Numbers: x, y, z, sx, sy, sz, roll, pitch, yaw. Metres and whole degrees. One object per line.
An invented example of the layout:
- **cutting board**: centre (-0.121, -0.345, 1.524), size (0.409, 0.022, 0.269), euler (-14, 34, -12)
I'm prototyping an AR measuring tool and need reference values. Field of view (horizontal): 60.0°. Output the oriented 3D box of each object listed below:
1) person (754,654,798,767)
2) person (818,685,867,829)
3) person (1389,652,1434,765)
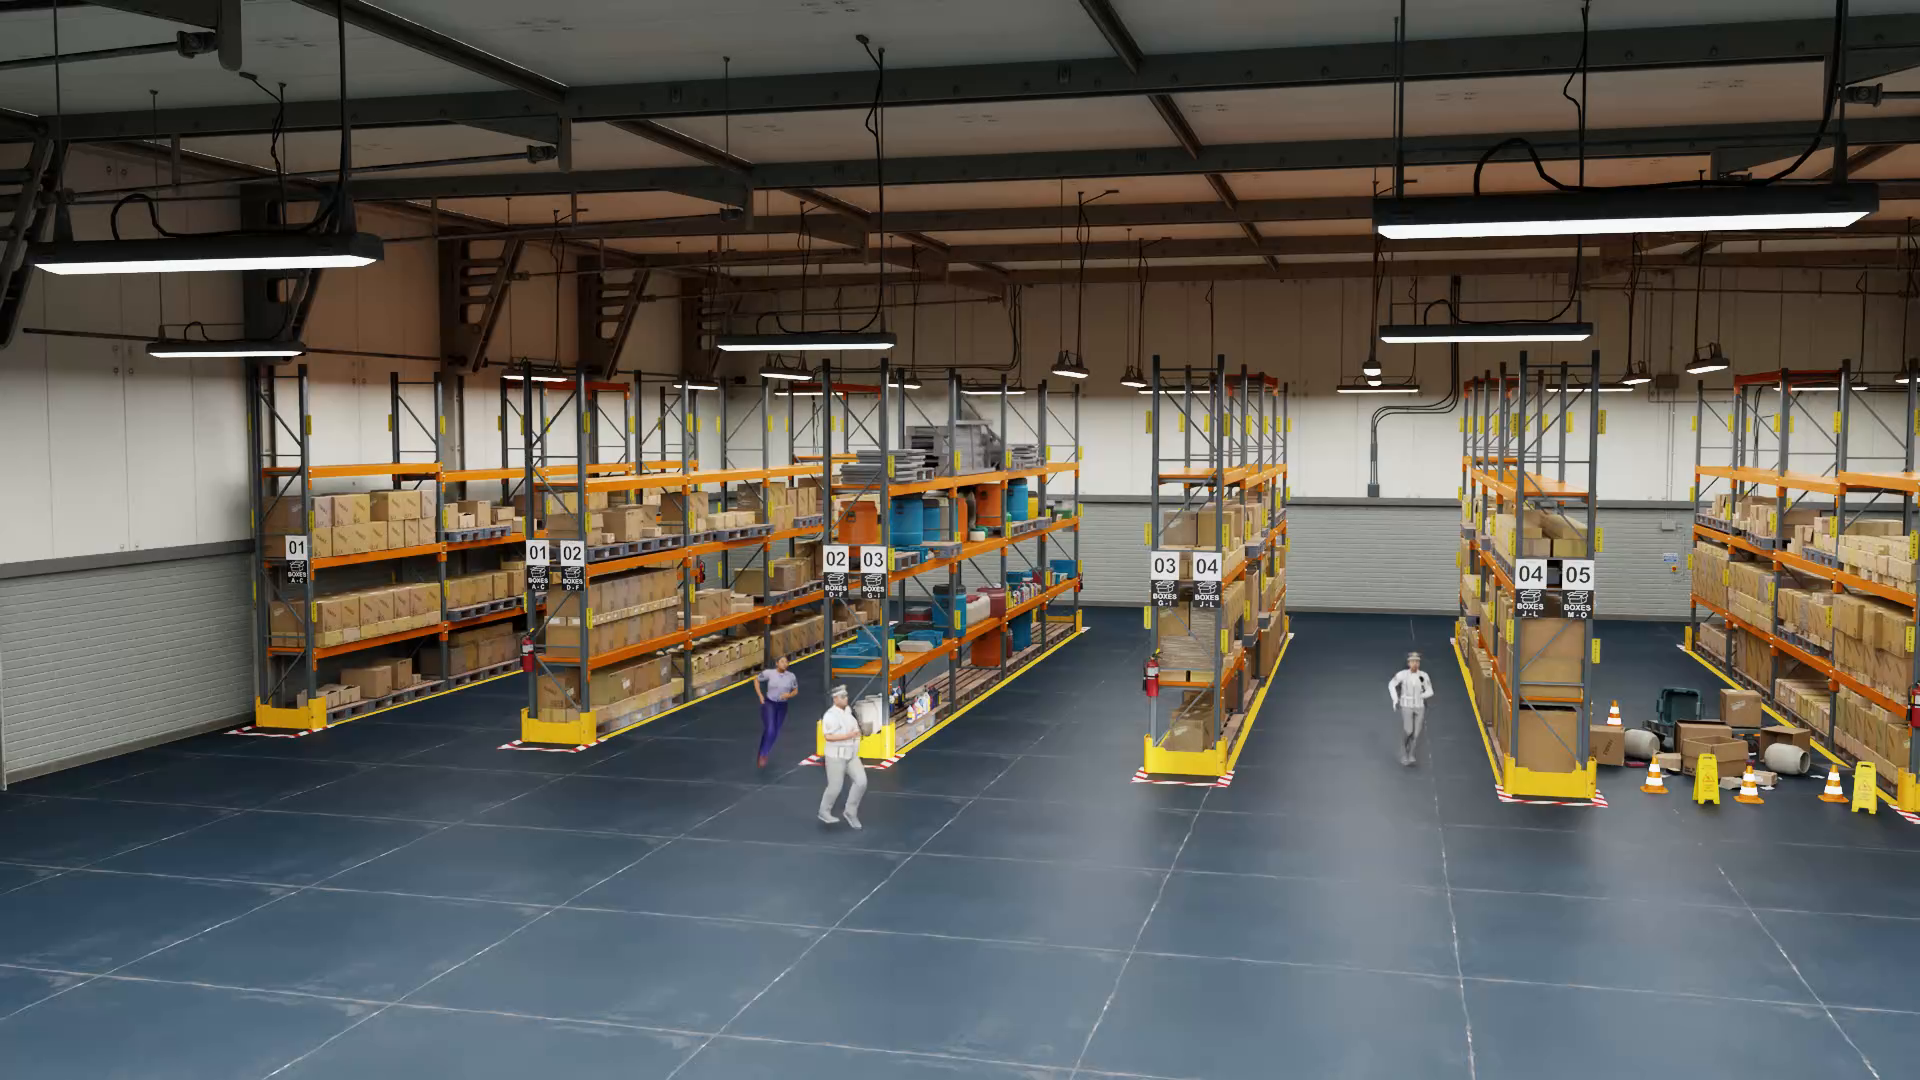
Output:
- **person**: centre (-2.735, 2.513, 24.597), size (0.651, 1.655, 0.649), euler (-2, 4, -27)
- **person**: centre (-1.447, 2.703, 20.647), size (0.727, 1.836, 0.640), euler (3, 5, 38)
- **person**: centre (6.641, 2.473, 24.400), size (0.592, 1.671, 0.634), euler (0, 4, 3)
